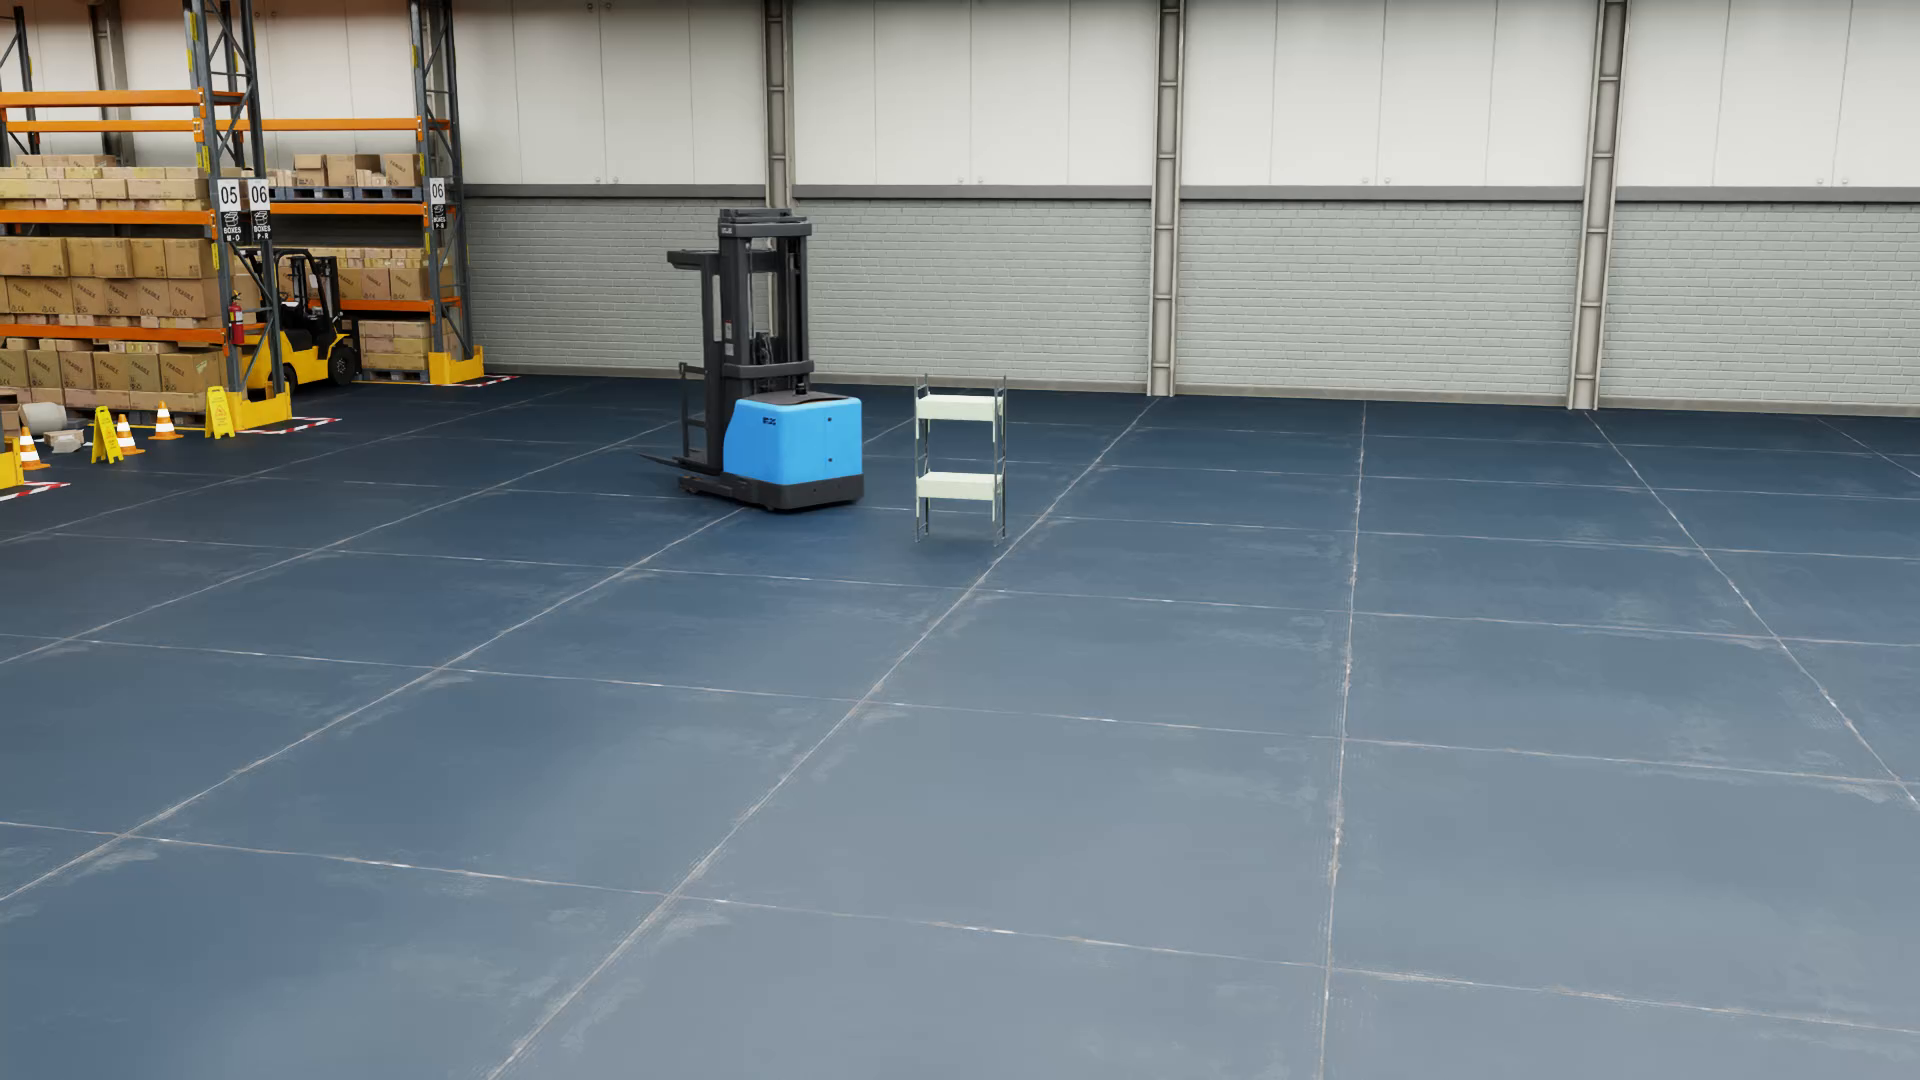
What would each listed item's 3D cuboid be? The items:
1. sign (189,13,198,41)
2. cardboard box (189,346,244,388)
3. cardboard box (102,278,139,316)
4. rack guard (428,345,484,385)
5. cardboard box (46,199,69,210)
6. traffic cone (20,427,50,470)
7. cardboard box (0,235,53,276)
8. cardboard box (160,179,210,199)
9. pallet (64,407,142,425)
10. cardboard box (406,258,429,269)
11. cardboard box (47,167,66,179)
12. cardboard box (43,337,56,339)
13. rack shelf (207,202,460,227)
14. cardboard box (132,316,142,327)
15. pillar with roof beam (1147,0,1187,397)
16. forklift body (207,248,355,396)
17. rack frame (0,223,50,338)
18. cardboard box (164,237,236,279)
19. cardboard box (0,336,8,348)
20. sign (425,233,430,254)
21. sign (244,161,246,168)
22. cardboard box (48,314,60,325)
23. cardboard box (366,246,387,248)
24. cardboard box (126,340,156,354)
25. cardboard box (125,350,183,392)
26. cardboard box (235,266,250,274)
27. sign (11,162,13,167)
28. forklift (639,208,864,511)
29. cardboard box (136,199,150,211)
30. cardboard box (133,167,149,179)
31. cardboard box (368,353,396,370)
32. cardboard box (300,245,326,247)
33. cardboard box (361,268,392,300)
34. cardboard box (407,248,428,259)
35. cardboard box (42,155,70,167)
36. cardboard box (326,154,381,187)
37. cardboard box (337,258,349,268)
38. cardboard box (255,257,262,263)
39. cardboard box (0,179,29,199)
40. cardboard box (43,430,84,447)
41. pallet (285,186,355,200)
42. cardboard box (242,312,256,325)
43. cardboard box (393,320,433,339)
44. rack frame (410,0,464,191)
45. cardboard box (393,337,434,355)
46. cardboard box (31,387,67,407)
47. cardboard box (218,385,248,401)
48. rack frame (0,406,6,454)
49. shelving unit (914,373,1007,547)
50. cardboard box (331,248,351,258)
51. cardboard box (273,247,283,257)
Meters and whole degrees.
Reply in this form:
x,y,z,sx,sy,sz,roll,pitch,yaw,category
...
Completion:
x,y,z,sx,sy,sz,roll,pitch,yaw,category
-9.490,-6.357,20.588,0.005,0.325,0.100,3,13,14,sign
-10.078,-2.340,22.505,0.500,0.500,0.500,3,13,12,cardboard box
-10.901,-3.228,21.942,0.500,0.500,0.500,3,13,13,cardboard box
-8.129,-2.833,26.848,0.348,0.500,1.175,3,13,14,rack guard
-11.747,-4.407,21.826,0.250,0.149,0.380,3,13,12,cardboard box
-10.601,-1.052,18.907,0.334,0.463,0.336,3,13,14,traffic cone
-12.355,-3.801,22.213,0.500,0.500,0.700,3,13,14,cardboard box
-9.899,-4.517,21.401,0.500,0.250,0.500,3,13,13,cardboard box
-11.373,-1.766,22.708,1.213,0.211,1.003,3,13,14,pallet
-8.556,-4.379,26.318,0.250,0.149,0.380,3,13,14,cardboard box
-11.716,-4.808,21.794,0.250,0.149,0.380,3,13,13,cardboard box
-15.317,-3.480,28.507,0.625,0.625,0.875,3,13,15,cardboard box
-10.094,-5.272,26.804,4.000,0.370,1.077,3,13,14,rack shelf
-10.741,-2.920,22.049,0.250,0.149,0.380,3,13,14,cardboard box
2.007,-5.681,20.063,0.400,9.000,9.100,3,13,14,pillar with roof beam
-10.430,-3.355,25.390,1.214,2.155,2.313,3,13,14,forklift body
-15.919,-4.470,28.455,0.127,3.000,1.000,3,13,14,rack frame
-9.886,-3.673,21.639,0.500,0.500,0.700,3,13,12,cardboard box
-16.381,-3.431,28.575,0.500,0.500,0.500,3,13,15,cardboard box
-8.296,-4.622,25.921,0.005,0.325,0.100,3,13,14,sign
-11.904,-6.134,27.656,0.005,0.325,0.100,3,13,14,sign
-11.971,-2.975,22.296,0.250,0.149,0.380,3,13,13,cardboard box
-9.431,-4.683,27.002,0.250,0.149,0.380,3,13,15,cardboard box
-10.794,-2.561,22.003,0.250,0.149,0.380,3,13,14,cardboard box
-10.686,-2.252,22.108,0.500,0.500,0.500,4,13,16,cardboard box
-11.667,-4.233,27.157,0.500,0.500,0.500,3,13,12,cardboard box
-13.099,-5.049,22.949,0.005,0.325,0.100,3,13,14,sign
-2.329,-1.974,17.364,1.130,2.935,3.031,-11,17,-40,forklift
-10.480,-4.366,21.642,0.250,0.149,0.380,3,13,14,cardboard box
-10.464,-4.752,21.540,0.250,0.149,0.380,3,13,14,cardboard box
-9.165,-2.903,26.771,0.500,0.250,0.500,3,13,14,cardboard box
-10.654,-4.770,27.391,0.250,0.149,0.380,3,13,13,cardboard box
-9.194,-4.103,26.569,0.500,0.500,0.500,3,13,15,cardboard box
-8.550,-4.540,26.354,0.250,0.149,0.380,3,13,14,cardboard box
-14.760,-6.143,27.639,0.500,0.500,0.700,3,13,12,cardboard box
-9.611,-5.867,26.398,0.500,0.500,0.700,3,13,14,cardboard box
-9.807,-4.441,26.595,0.250,0.149,0.380,3,13,14,cardboard box
-11.278,-4.535,27.020,0.250,0.149,0.380,3,13,13,cardboard box
-12.357,-4.649,21.998,0.500,0.250,0.500,3,13,13,cardboard box
-11.094,-1.262,20.578,0.250,0.149,0.380,12,17,43,cardboard box
-10.021,-5.581,26.741,1.213,0.211,1.003,3,13,14,pallet
-9.618,-2.949,22.181,0.250,0.149,0.380,3,13,14,cardboard box
-8.674,-3.364,26.539,0.500,0.250,0.500,4,13,15,cardboard box
-8.152,-6.983,25.934,0.127,3.000,1.000,3,13,14,rack frame
-8.700,-3.121,26.599,0.500,0.250,0.500,3,13,13,cardboard box
-12.192,-1.968,22.558,0.500,0.250,0.500,4,13,17,cardboard box
-10.055,-1.973,22.581,0.500,0.250,0.500,3,13,13,cardboard box
-10.426,-1.964,17.162,0.127,3.000,1.000,3,13,14,rack frame
0.006,-0.732,15.070,0.755,1.500,0.431,3,13,14,shelving unit
-9.814,-4.585,26.558,0.250,0.149,0.380,3,13,15,cardboard box
-11.047,-4.653,26.866,0.250,0.149,0.380,3,13,15,cardboard box
